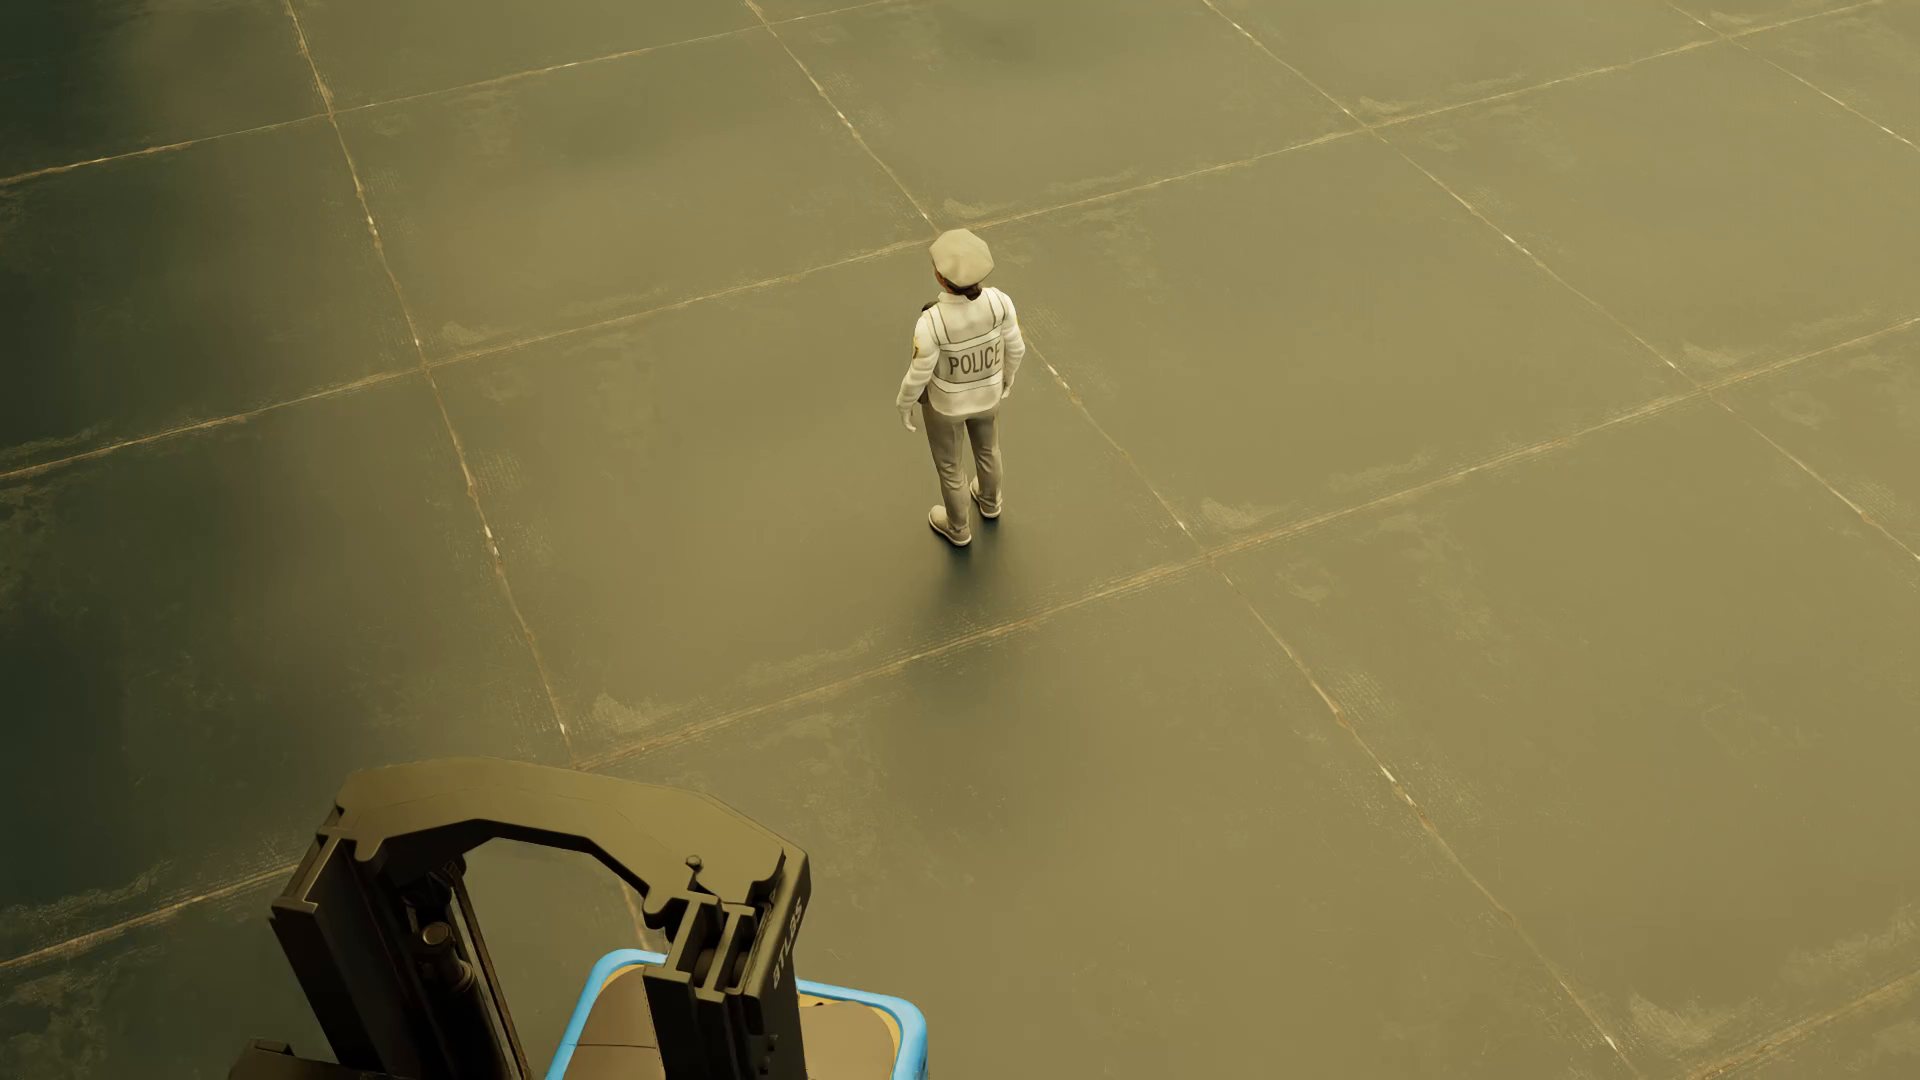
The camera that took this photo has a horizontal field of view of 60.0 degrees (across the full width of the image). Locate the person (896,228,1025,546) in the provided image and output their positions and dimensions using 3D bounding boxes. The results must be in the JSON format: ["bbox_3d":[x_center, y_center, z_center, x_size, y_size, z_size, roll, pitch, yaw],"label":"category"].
[{"bbox_3d":[-0.023,-0.669,7.293,0.587,1.694,0.530,-18,46,-18],"label":"person"}]

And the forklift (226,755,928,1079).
[{"bbox_3d":[-0.885,1.974,3.564,1.130,2.935,3.031,8,44,9],"label":"forklift"}]
